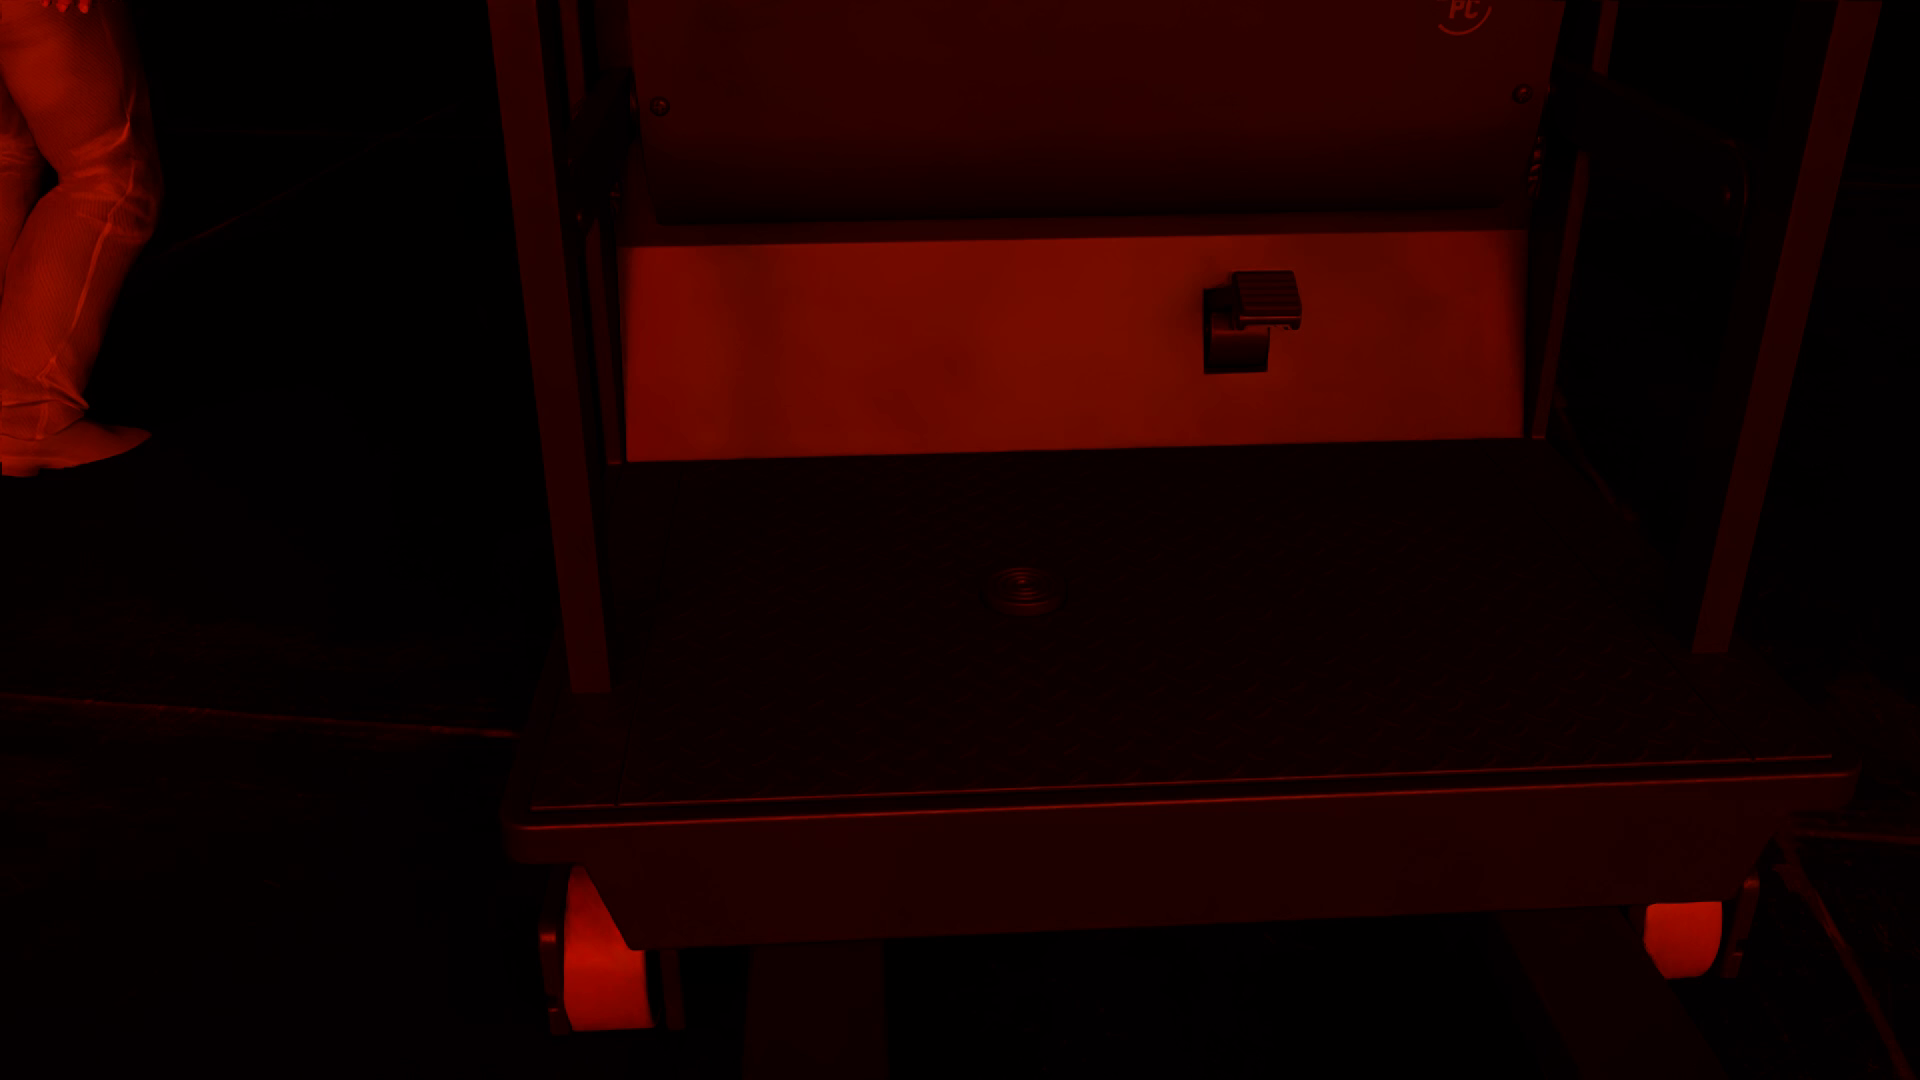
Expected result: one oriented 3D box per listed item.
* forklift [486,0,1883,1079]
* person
[{"bbox_3d":[0.156,-1.002,1.225,1.130,2.935,3.031,-2,27,-4],"label":"forklift"},{"bbox_3d":[-1.549,-0.956,2.559,0.854,1.745,0.486,17,31,30],"label":"person"}]
